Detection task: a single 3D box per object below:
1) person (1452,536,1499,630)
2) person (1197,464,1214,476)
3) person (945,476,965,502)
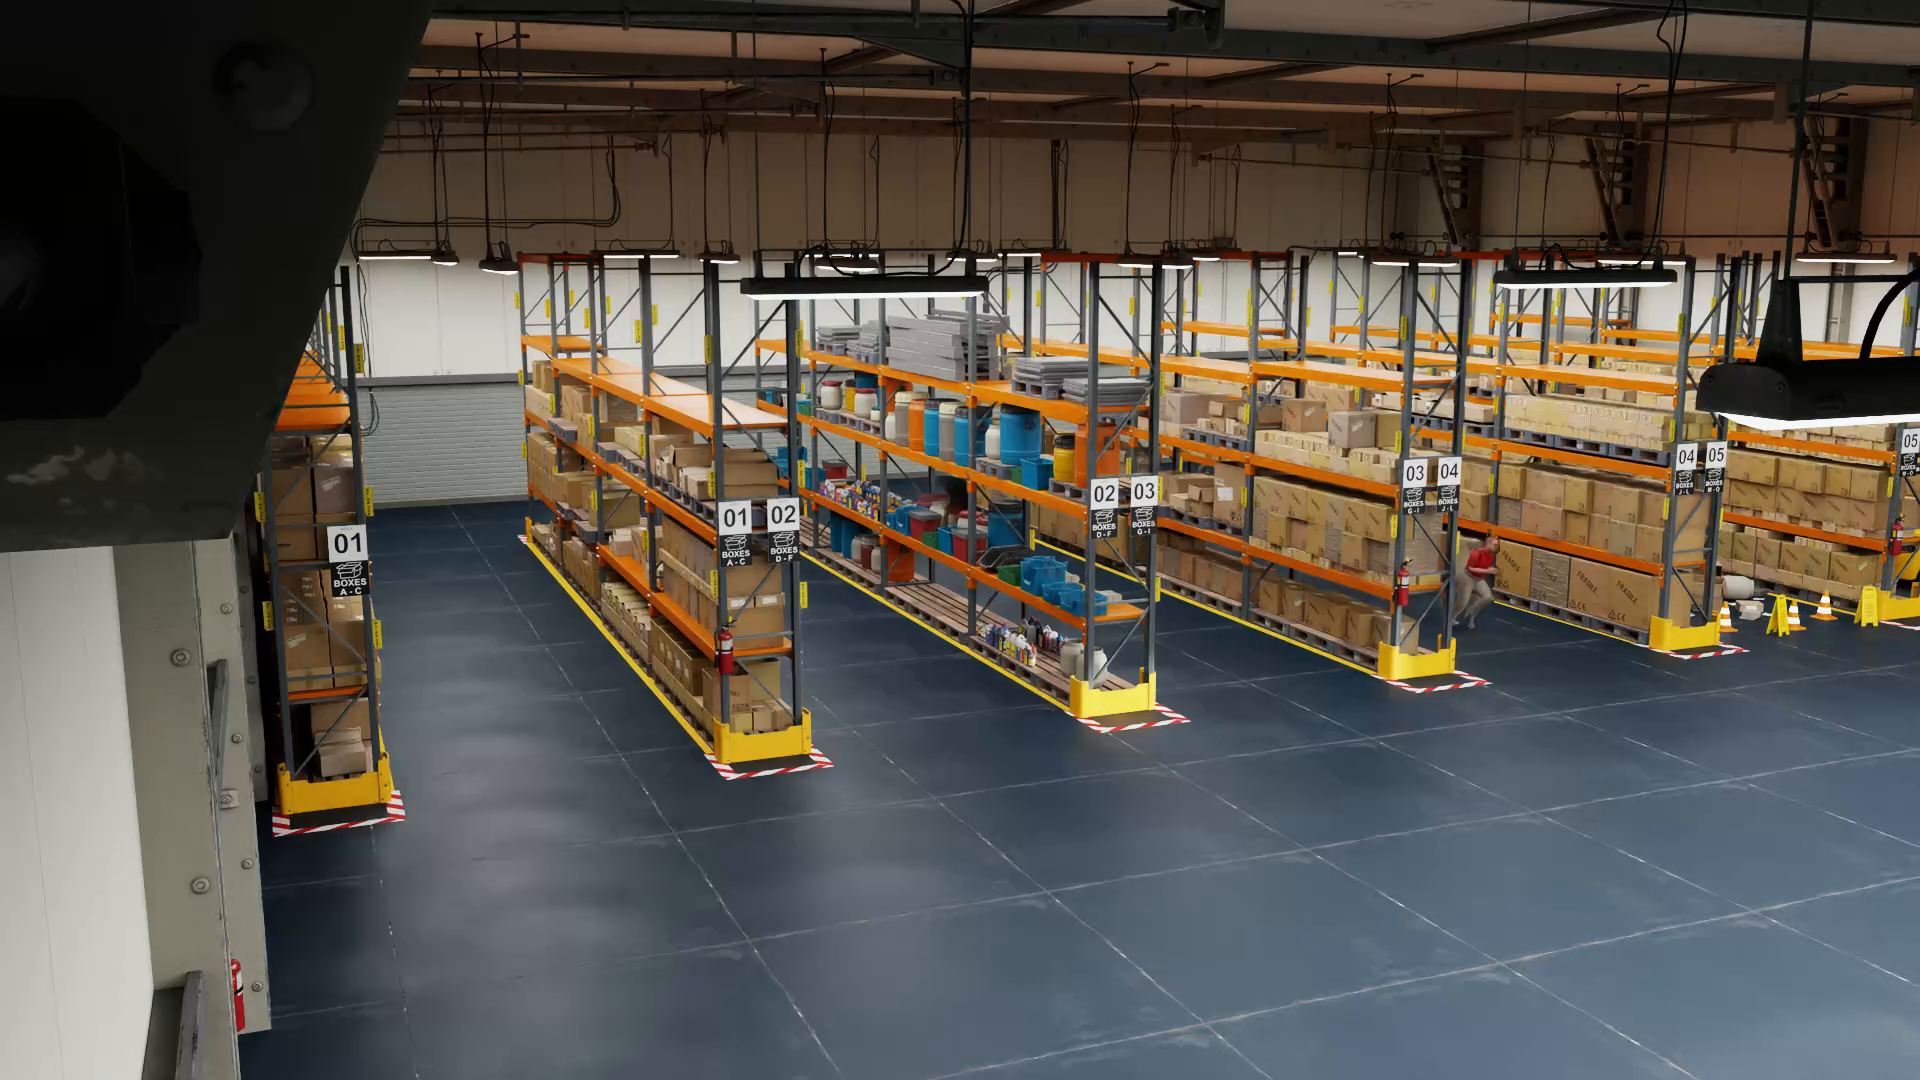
[{"bbox_3d":[8.373,0.663,26.965,0.701,1.555,0.976,-7,12,-33],"label":"person"},{"bbox_3d":[6.178,-1.933,41.372,0.665,1.595,0.583,3,11,18],"label":"person"},{"bbox_3d":[-0.041,-1.659,39.832,0.634,1.557,0.732,1,10,3],"label":"person"}]
